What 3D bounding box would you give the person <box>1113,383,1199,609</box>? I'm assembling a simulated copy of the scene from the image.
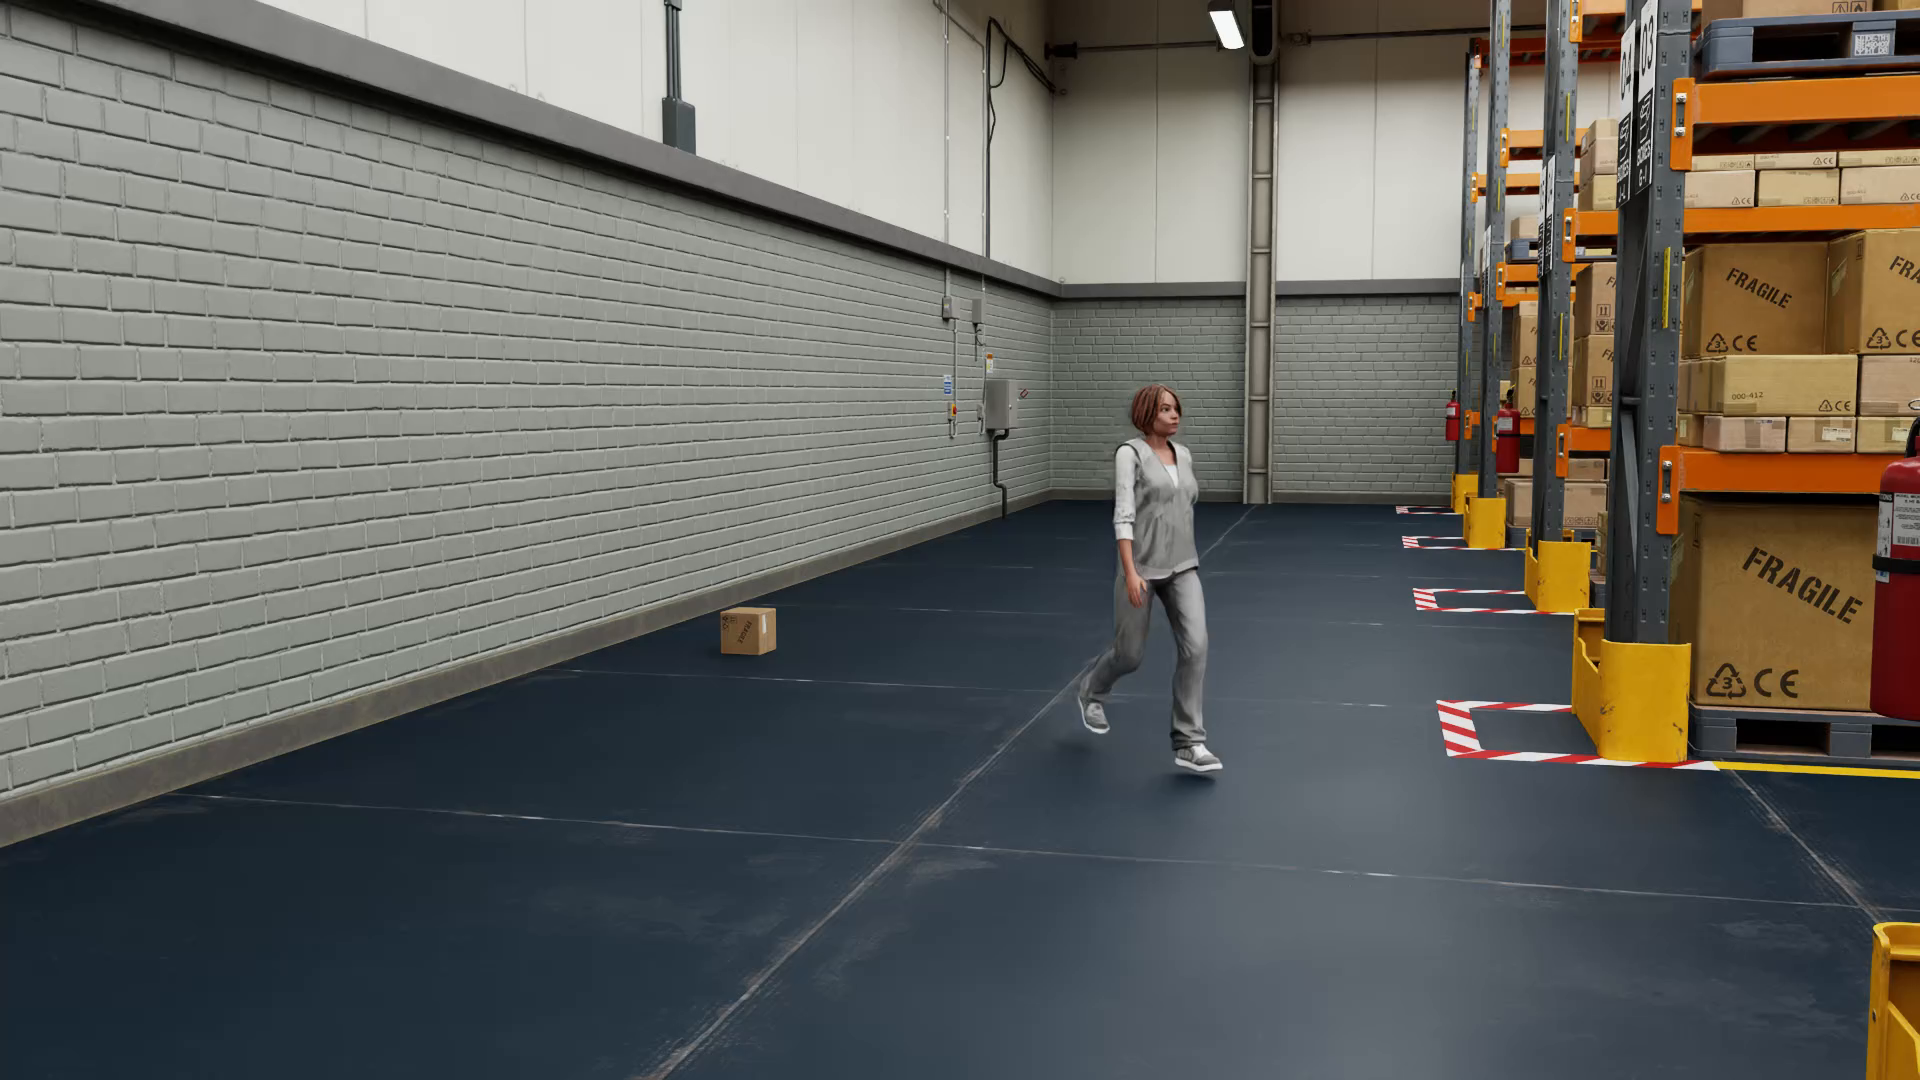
[{"bbox_3d":[0.808,-0.174,6.817,0.407,0.936,0.320,-2,6,-26],"label":"person"}]
